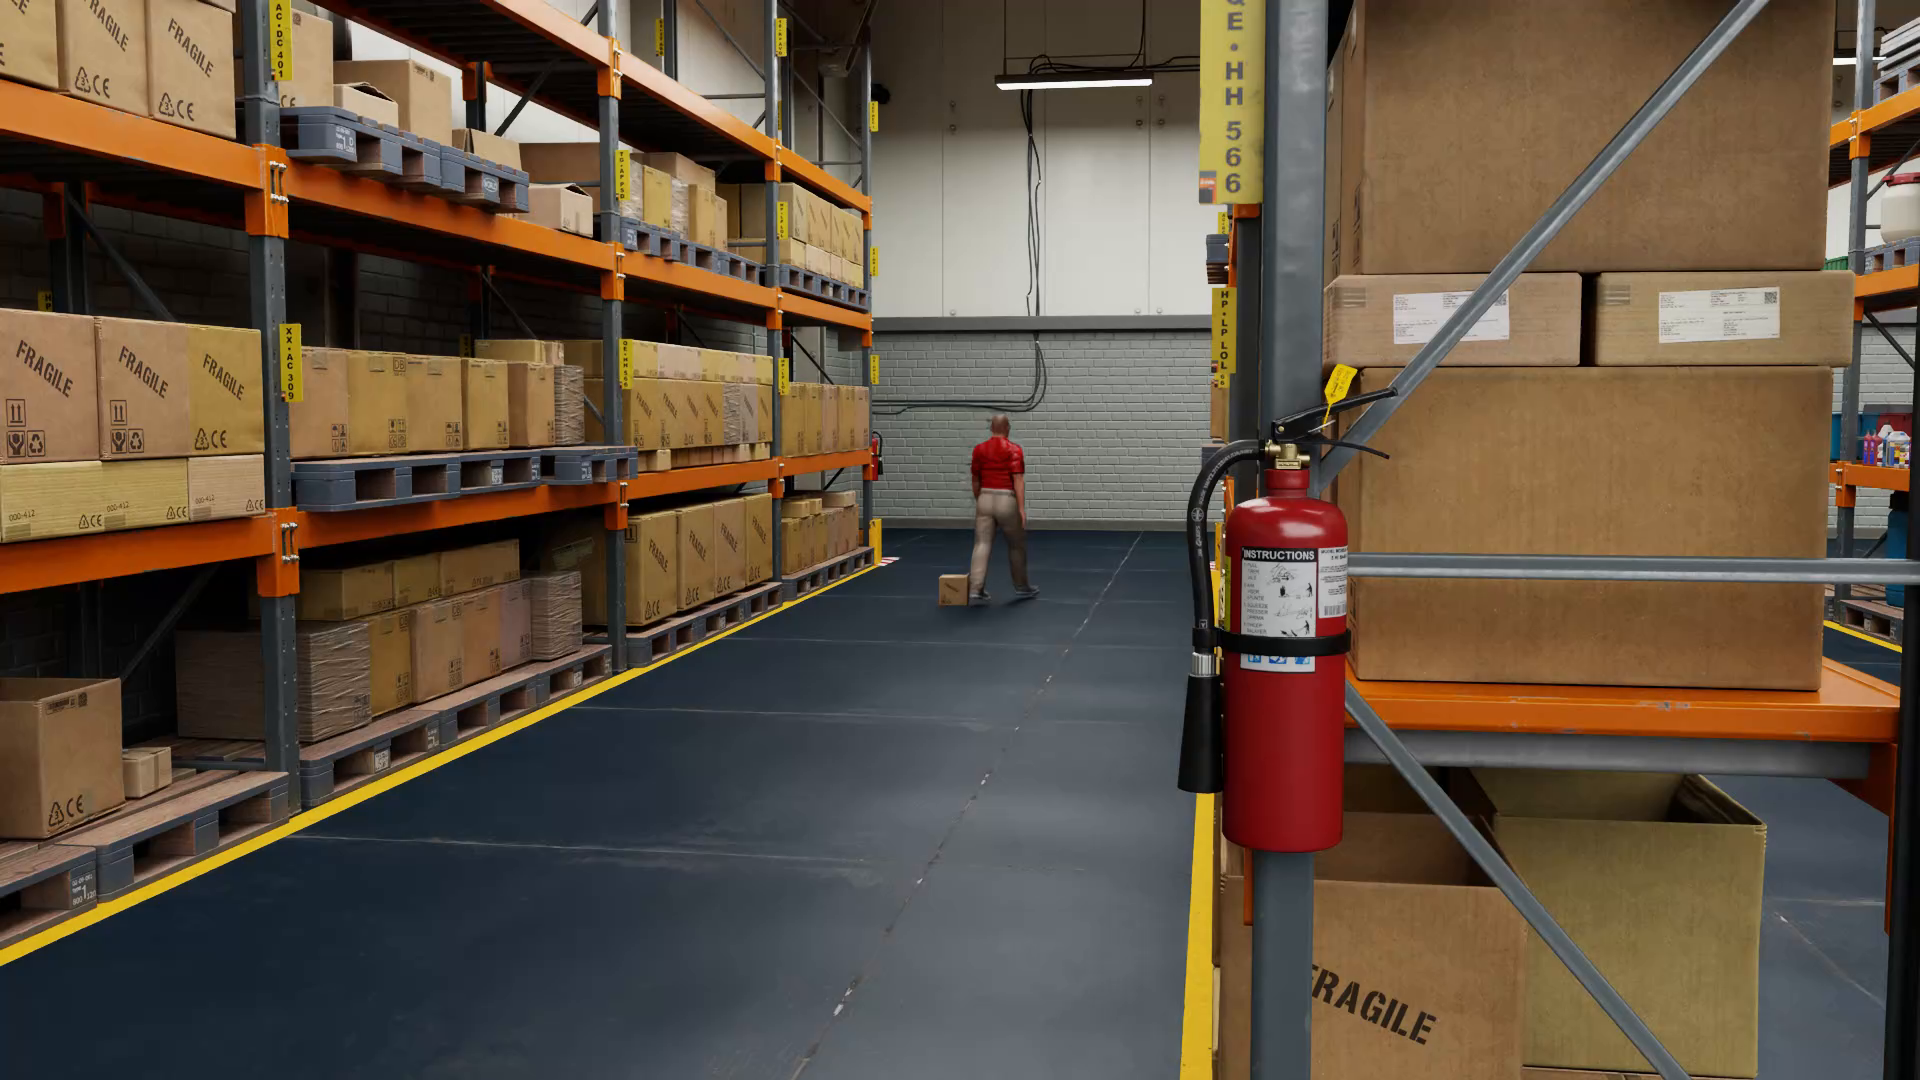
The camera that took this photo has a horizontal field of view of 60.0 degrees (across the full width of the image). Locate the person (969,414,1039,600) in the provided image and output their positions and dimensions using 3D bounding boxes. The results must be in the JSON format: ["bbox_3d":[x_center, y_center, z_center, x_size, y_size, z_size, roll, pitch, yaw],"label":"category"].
[{"bbox_3d":[0.392,-0.308,15.100,0.602,1.660,1.038,2,5,23],"label":"person"}]
